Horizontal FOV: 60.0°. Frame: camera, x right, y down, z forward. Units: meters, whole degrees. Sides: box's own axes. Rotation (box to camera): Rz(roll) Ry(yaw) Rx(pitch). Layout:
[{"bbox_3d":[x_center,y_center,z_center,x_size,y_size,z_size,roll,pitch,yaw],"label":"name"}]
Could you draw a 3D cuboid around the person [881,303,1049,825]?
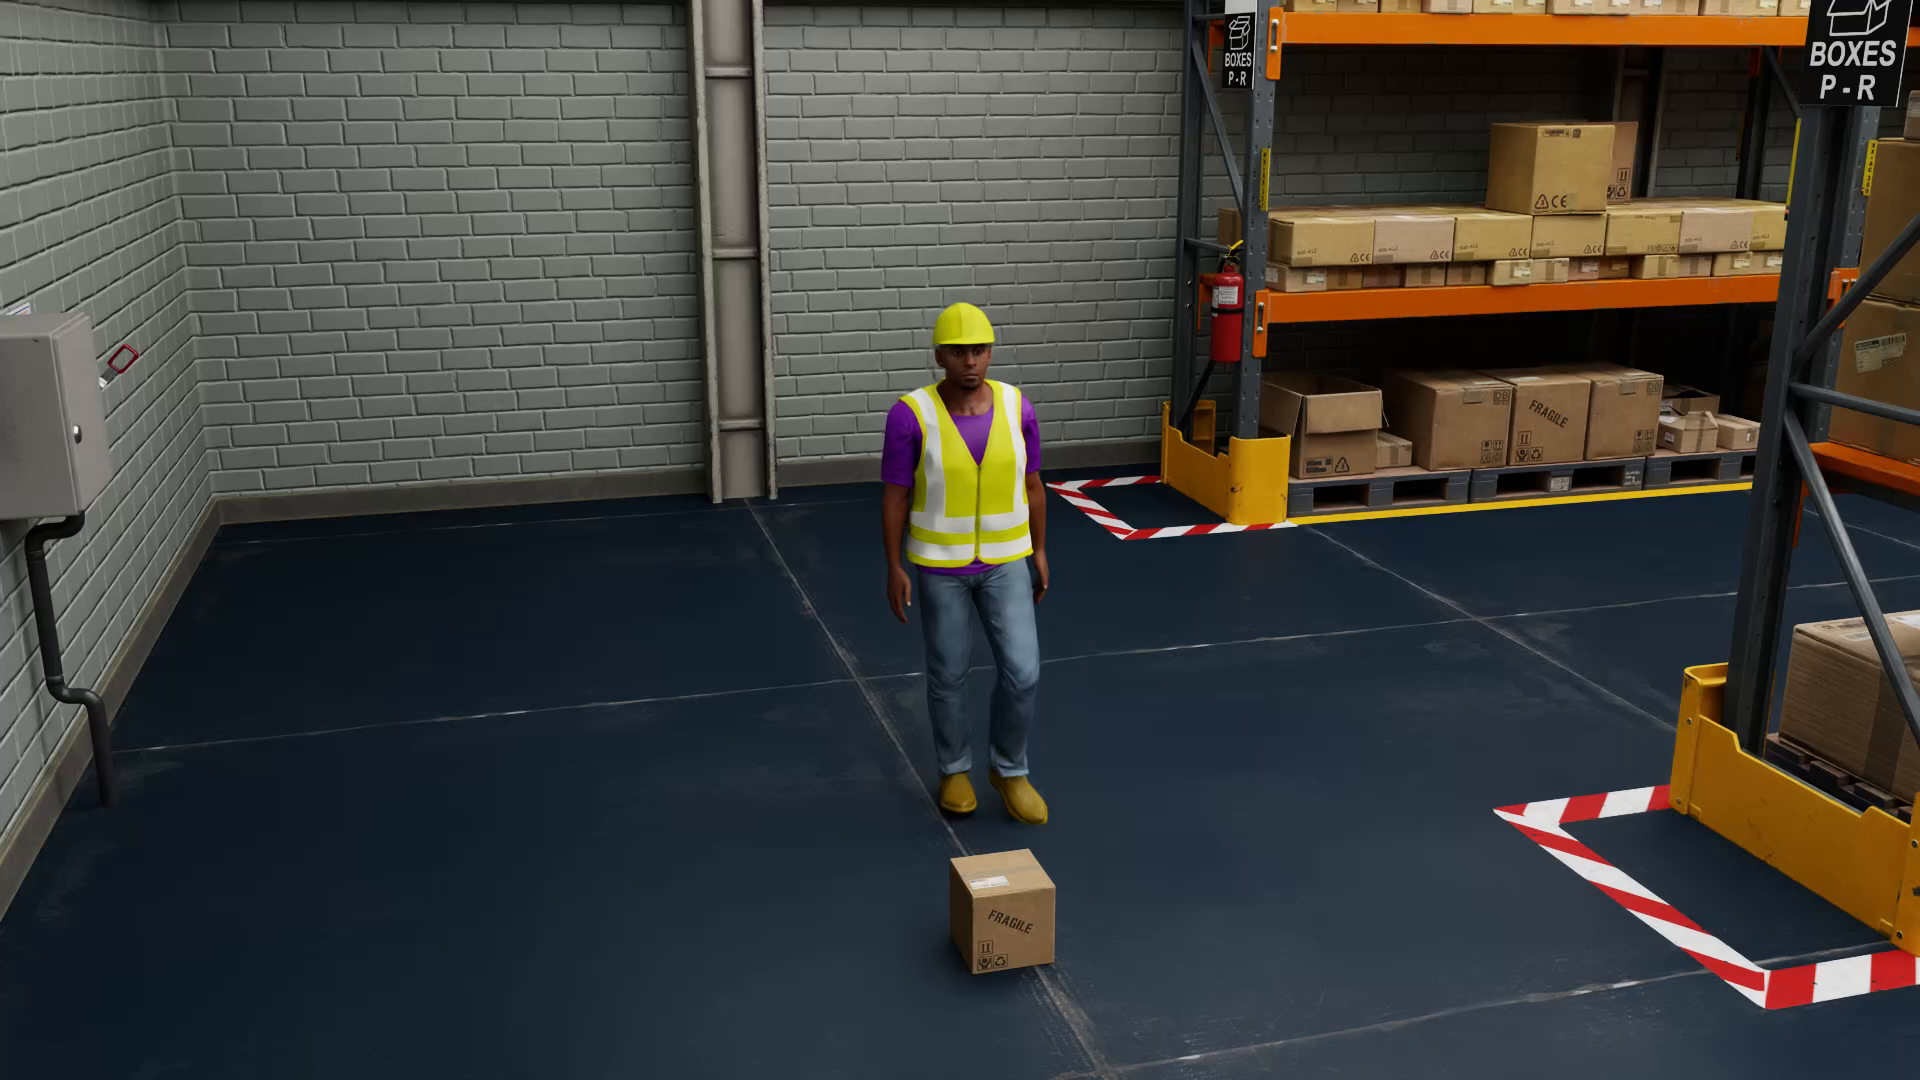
[{"bbox_3d":[0.037,0.099,5.631,0.590,1.791,0.445,-3,16,-10],"label":"person"}]
